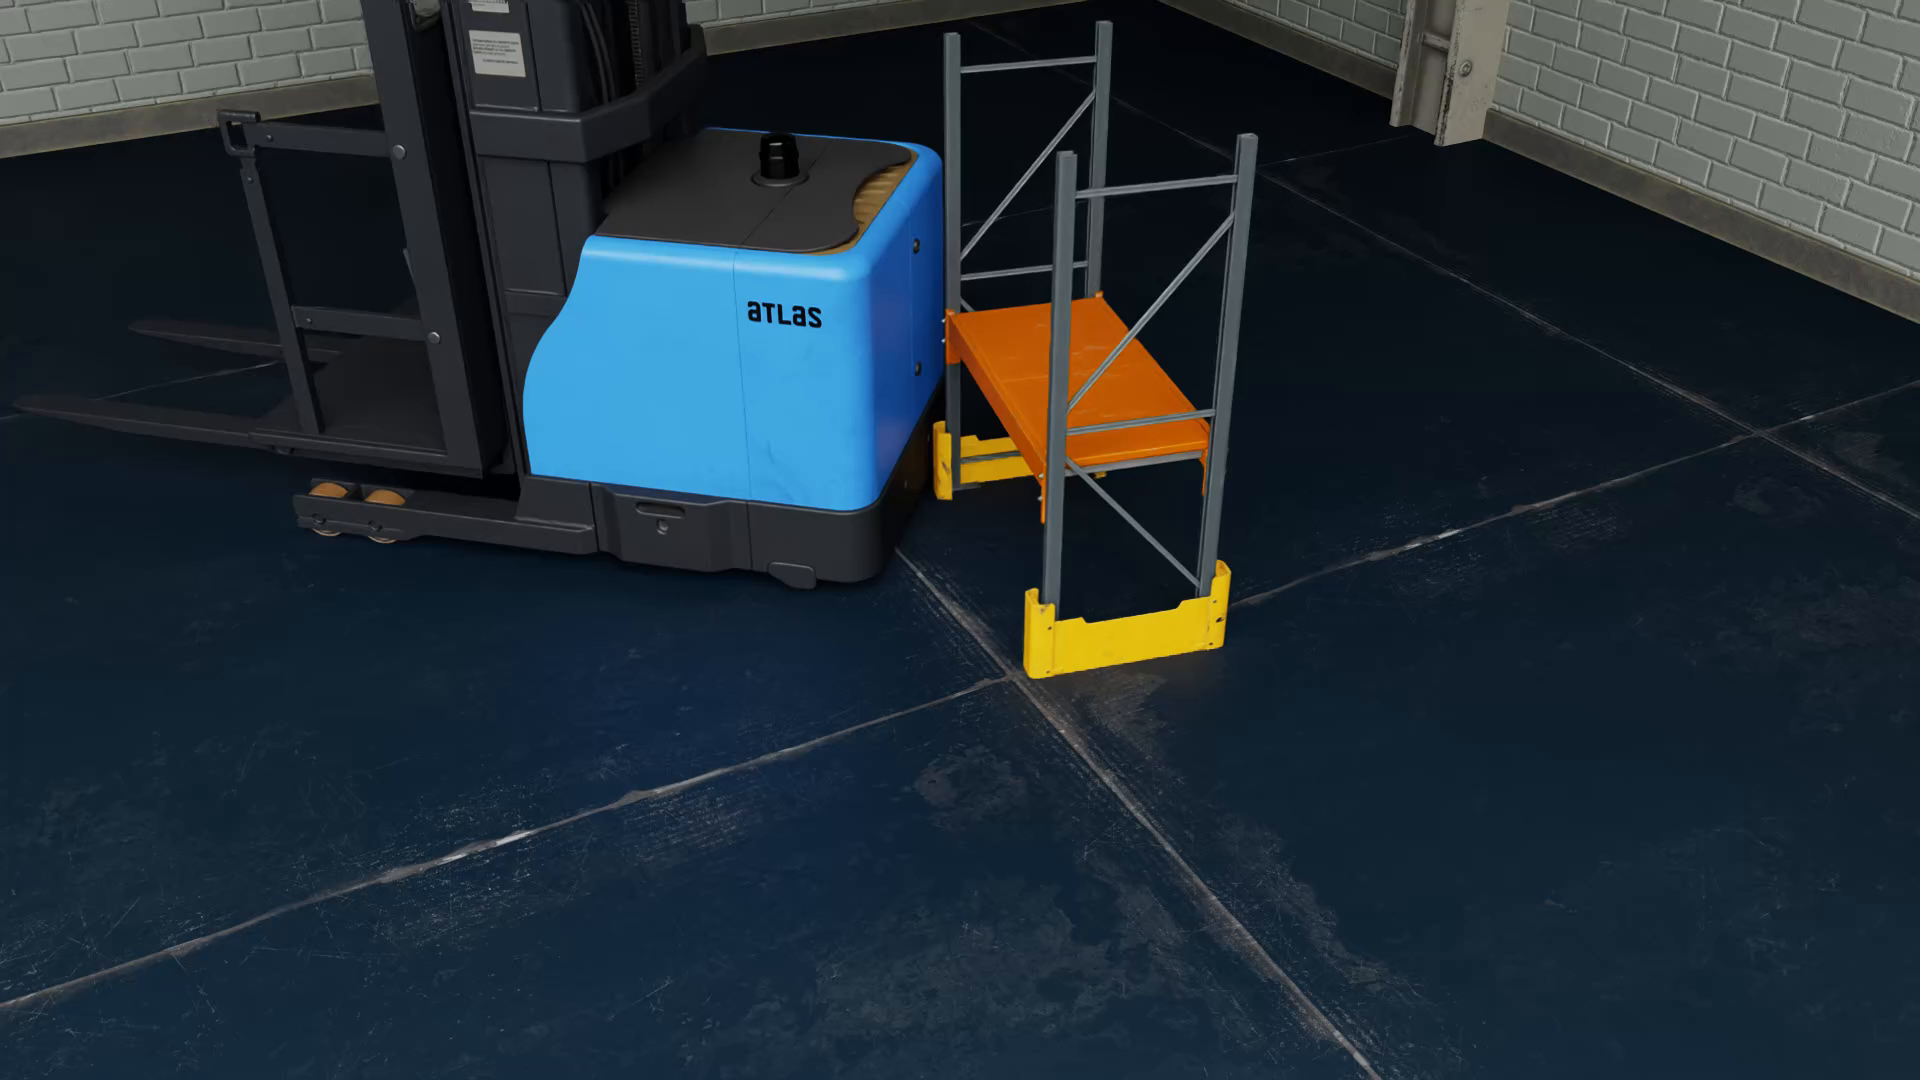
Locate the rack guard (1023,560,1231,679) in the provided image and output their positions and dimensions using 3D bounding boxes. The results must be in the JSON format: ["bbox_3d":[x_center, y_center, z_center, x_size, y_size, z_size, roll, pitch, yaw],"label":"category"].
[{"bbox_3d":[0.469,0.222,4.672,0.587,0.250,0.087,-9,34,-13],"label":"rack guard"}]

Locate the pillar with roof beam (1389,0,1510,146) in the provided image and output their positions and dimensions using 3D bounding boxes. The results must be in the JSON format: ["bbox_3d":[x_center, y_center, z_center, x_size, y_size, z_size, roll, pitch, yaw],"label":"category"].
[{"bbox_3d":[-1.360,-4.808,4.413,9.100,9.000,0.400,-16,36,-23],"label":"pillar with roof beam"}]

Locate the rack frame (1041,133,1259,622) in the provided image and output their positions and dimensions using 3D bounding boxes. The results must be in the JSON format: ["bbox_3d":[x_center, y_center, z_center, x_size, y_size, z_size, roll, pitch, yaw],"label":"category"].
[{"bbox_3d":[0.469,-0.304,4.334,0.500,1.500,0.032,-9,34,-13],"label":"rack frame"}]

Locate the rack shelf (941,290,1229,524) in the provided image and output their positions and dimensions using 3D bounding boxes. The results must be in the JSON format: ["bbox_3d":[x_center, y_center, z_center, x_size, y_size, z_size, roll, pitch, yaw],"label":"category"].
[{"bbox_3d":[0.333,-0.416,4.843,0.538,0.185,1.000,-9,34,-13],"label":"rack shelf"}]

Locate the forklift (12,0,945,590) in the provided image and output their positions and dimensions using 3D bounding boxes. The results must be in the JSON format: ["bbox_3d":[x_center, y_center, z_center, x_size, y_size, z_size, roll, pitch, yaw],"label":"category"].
[{"bbox_3d":[-1.613,-1.492,4.862,3.031,2.935,1.130,7,33,11],"label":"forklift"}]

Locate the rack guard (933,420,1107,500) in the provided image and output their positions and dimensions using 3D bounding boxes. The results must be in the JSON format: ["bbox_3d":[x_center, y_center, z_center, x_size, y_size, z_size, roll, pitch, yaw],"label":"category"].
[{"bbox_3d":[0.203,-0.296,5.480,0.587,0.250,0.087,-9,34,-13],"label":"rack guard"}]

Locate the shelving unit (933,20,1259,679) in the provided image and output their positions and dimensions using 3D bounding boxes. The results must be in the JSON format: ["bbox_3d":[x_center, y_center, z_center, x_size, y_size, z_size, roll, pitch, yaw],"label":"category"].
[{"bbox_3d":[0.336,-0.563,4.739,0.587,1.500,1.083,-9,34,-13],"label":"shelving unit"}]

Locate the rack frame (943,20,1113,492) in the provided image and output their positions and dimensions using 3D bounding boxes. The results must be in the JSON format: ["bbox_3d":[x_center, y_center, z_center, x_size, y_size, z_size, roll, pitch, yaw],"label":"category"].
[{"bbox_3d":[0.197,-0.832,5.159,0.500,1.500,0.032,-9,34,-13],"label":"rack frame"}]
